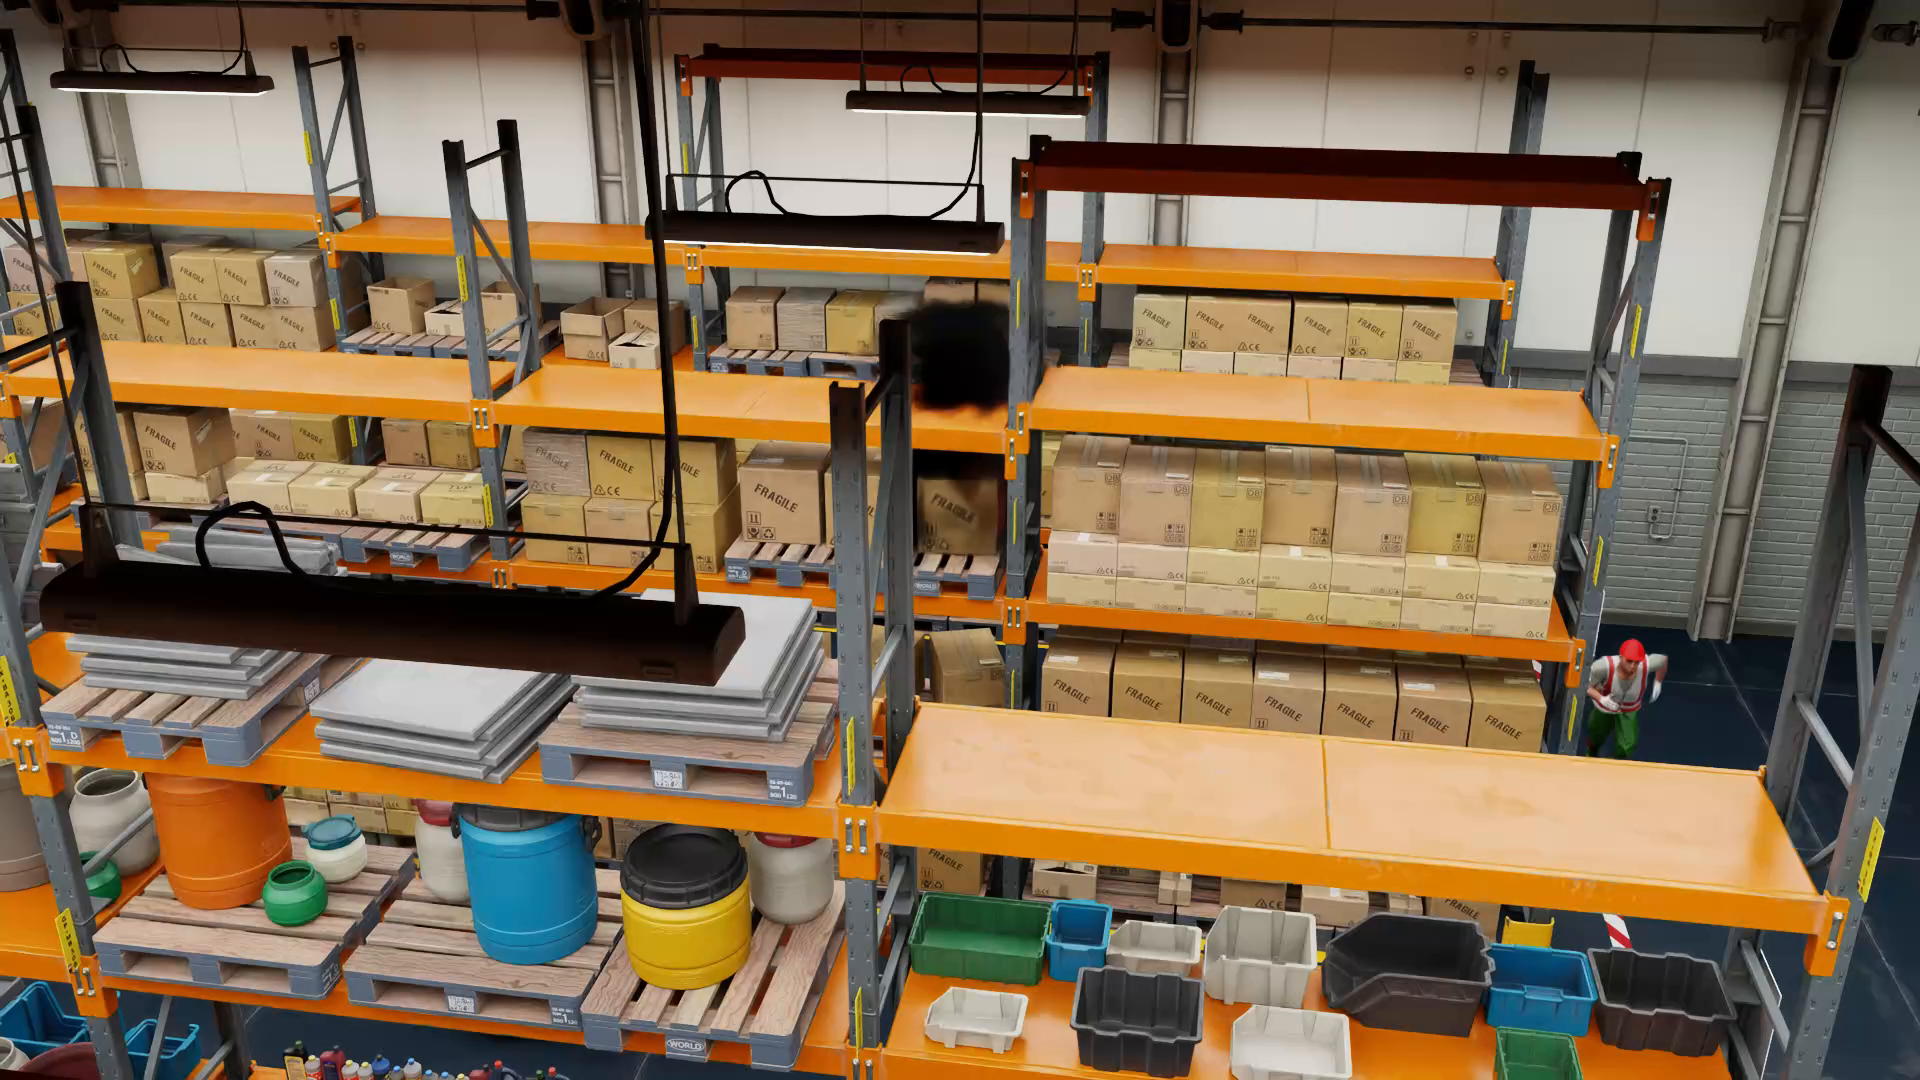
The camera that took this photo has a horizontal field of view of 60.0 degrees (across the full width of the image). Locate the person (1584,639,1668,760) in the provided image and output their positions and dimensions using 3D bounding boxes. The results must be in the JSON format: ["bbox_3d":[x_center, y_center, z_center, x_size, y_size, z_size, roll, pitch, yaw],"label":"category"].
[{"bbox_3d":[5.799,1.515,14.701,0.712,1.722,1.004,4,23,10],"label":"person"}]

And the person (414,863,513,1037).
[{"bbox_3d":[-3.604,2.876,11.725,0.942,1.435,0.574,9,25,20],"label":"person"}]
